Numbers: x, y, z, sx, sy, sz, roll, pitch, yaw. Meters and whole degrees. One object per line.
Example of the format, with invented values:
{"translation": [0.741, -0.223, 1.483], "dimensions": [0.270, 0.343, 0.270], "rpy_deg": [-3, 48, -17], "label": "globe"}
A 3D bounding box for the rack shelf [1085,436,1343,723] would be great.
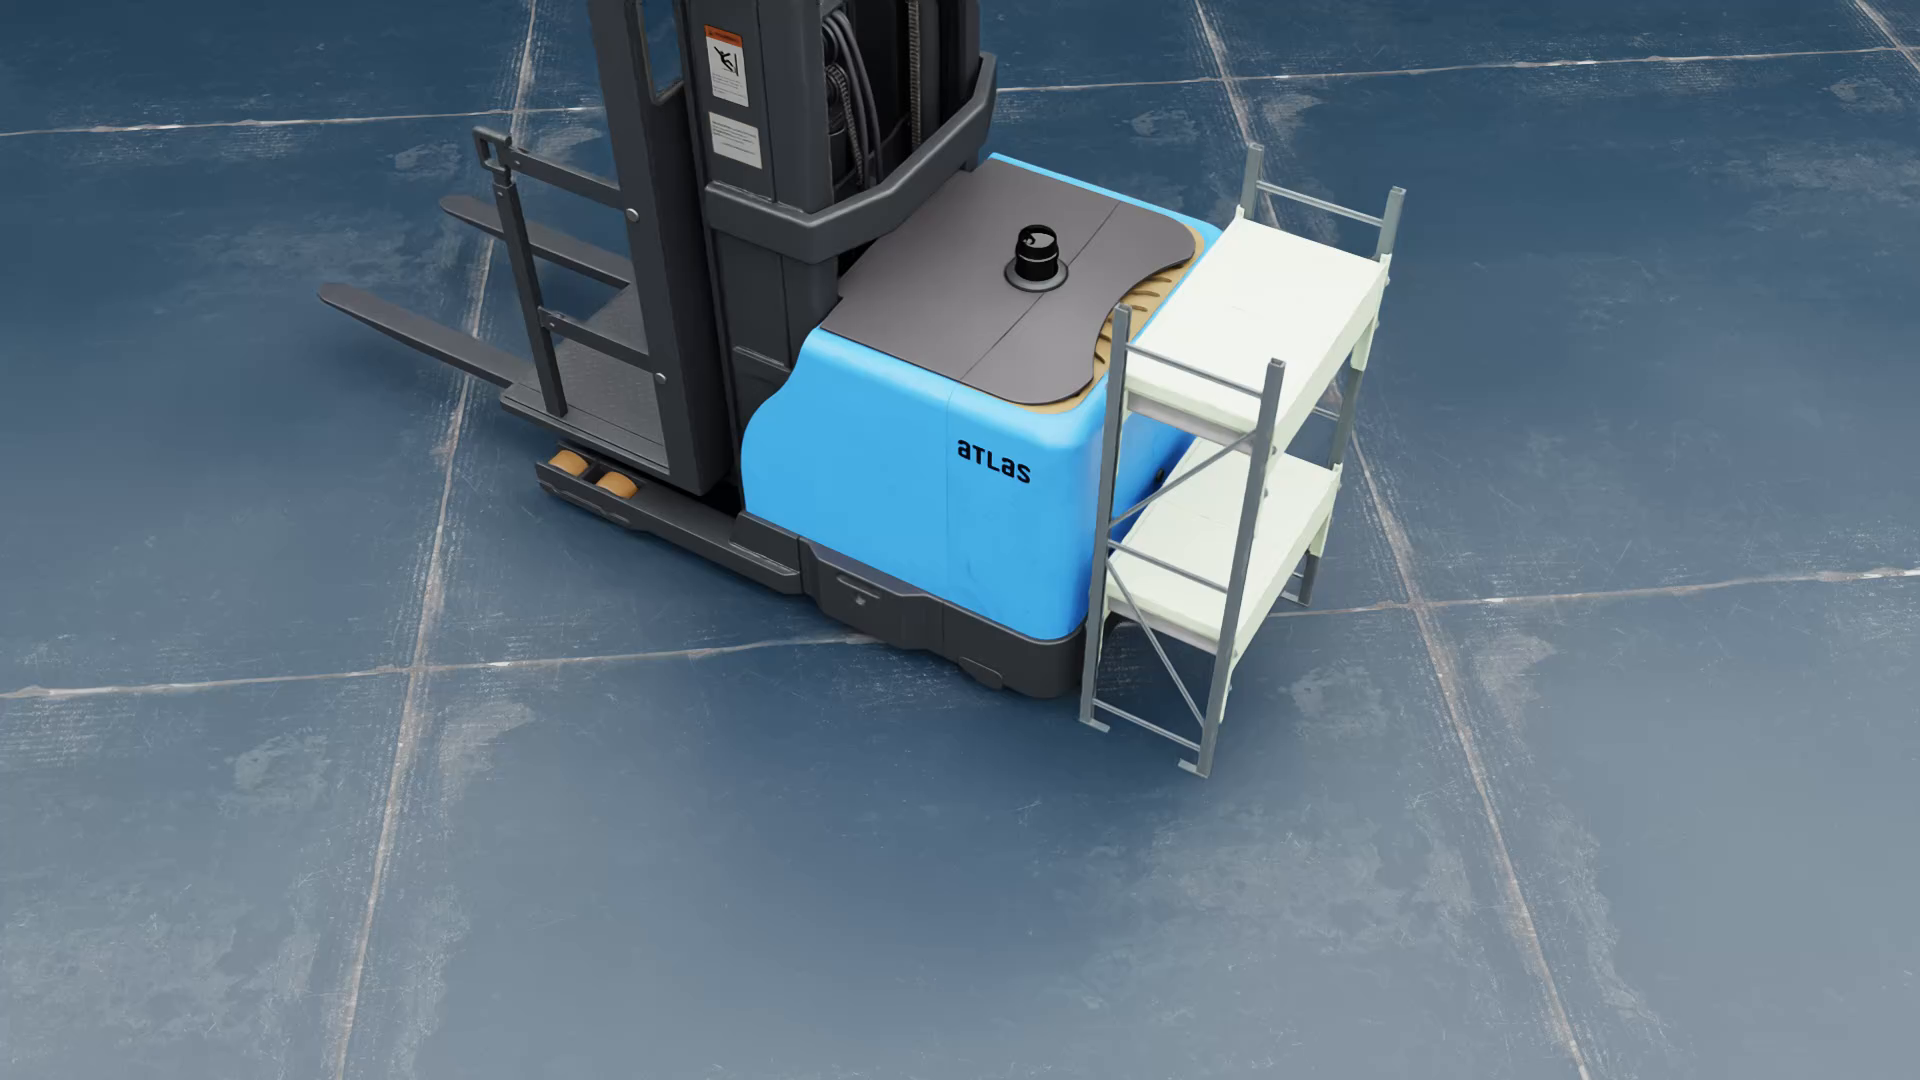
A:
{"translation": [0.704, 0.065, 4.605], "dimensions": [0.431, 0.370, 0.720], "rpy_deg": [23, 51, 20], "label": "rack shelf"}

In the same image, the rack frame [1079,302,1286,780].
{"translation": [0.518, 0.069, 4.151], "dimensions": [0.400, 1.500, 0.023], "rpy_deg": [23, 51, 20], "label": "rack frame"}

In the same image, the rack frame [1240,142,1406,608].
{"translation": [0.890, -0.388, 4.585], "dimensions": [0.400, 1.500, 0.023], "rpy_deg": [23, 51, 20], "label": "rack frame"}

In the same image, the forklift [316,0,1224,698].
{"translation": [-0.760, -1.366, 4.525], "dimensions": [3.031, 2.935, 1.130], "rpy_deg": [23, 51, 20], "label": "forklift"}

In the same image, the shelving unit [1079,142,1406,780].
{"translation": [0.704, -0.159, 4.368], "dimensions": [0.431, 1.500, 0.755], "rpy_deg": [23, 51, 20], "label": "shelving unit"}

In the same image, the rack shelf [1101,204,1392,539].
{"translation": [0.704, -0.428, 4.085], "dimensions": [0.431, 0.370, 0.720], "rpy_deg": [23, 51, 20], "label": "rack shelf"}
